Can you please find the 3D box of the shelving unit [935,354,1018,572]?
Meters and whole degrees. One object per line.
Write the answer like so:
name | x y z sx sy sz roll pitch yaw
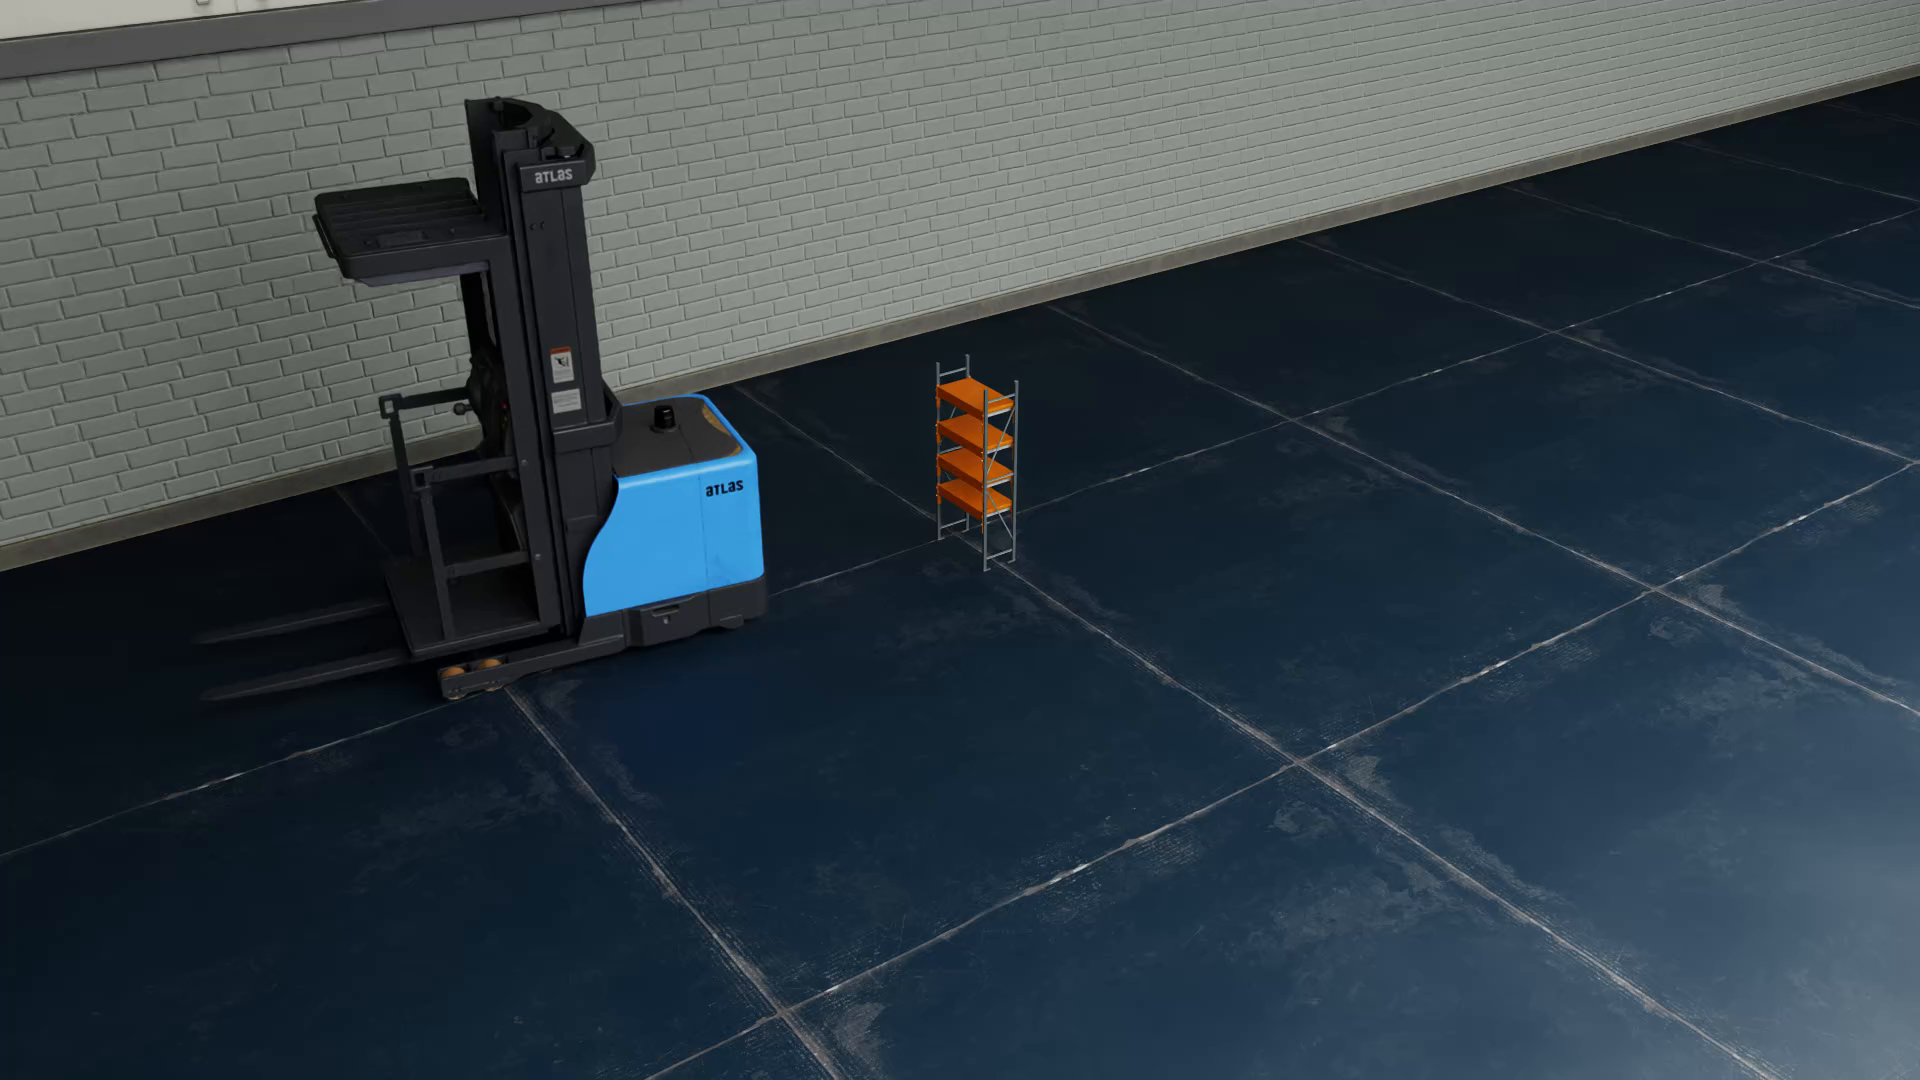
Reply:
shelving unit | 0.096 -0.463 10.072 0.258 1.200 0.503 -19 34 -31

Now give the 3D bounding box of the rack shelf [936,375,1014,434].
rack shelf | 0.096 -0.808 9.884 0.258 0.148 0.480 -19 34 -31

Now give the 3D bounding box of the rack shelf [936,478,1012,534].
rack shelf | 0.096 -0.229 10.199 0.258 0.148 0.480 -19 34 -31

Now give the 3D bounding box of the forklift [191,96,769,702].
forklift | -2.662 -0.723 8.736 3.031 2.935 1.130 -13 31 -22

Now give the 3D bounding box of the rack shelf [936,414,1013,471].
rack shelf | 0.096 -0.600 9.997 0.258 0.148 0.480 -19 34 -31

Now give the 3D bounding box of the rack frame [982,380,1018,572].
rack frame | 0.238 -0.368 9.897 0.240 1.200 0.015 -19 34 -31

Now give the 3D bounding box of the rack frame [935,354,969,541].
rack frame | -0.046 -0.558 10.246 0.240 1.200 0.015 -19 34 -31

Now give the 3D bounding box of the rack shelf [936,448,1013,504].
rack shelf | 0.096 -0.404 10.104 0.258 0.148 0.480 -19 34 -31
